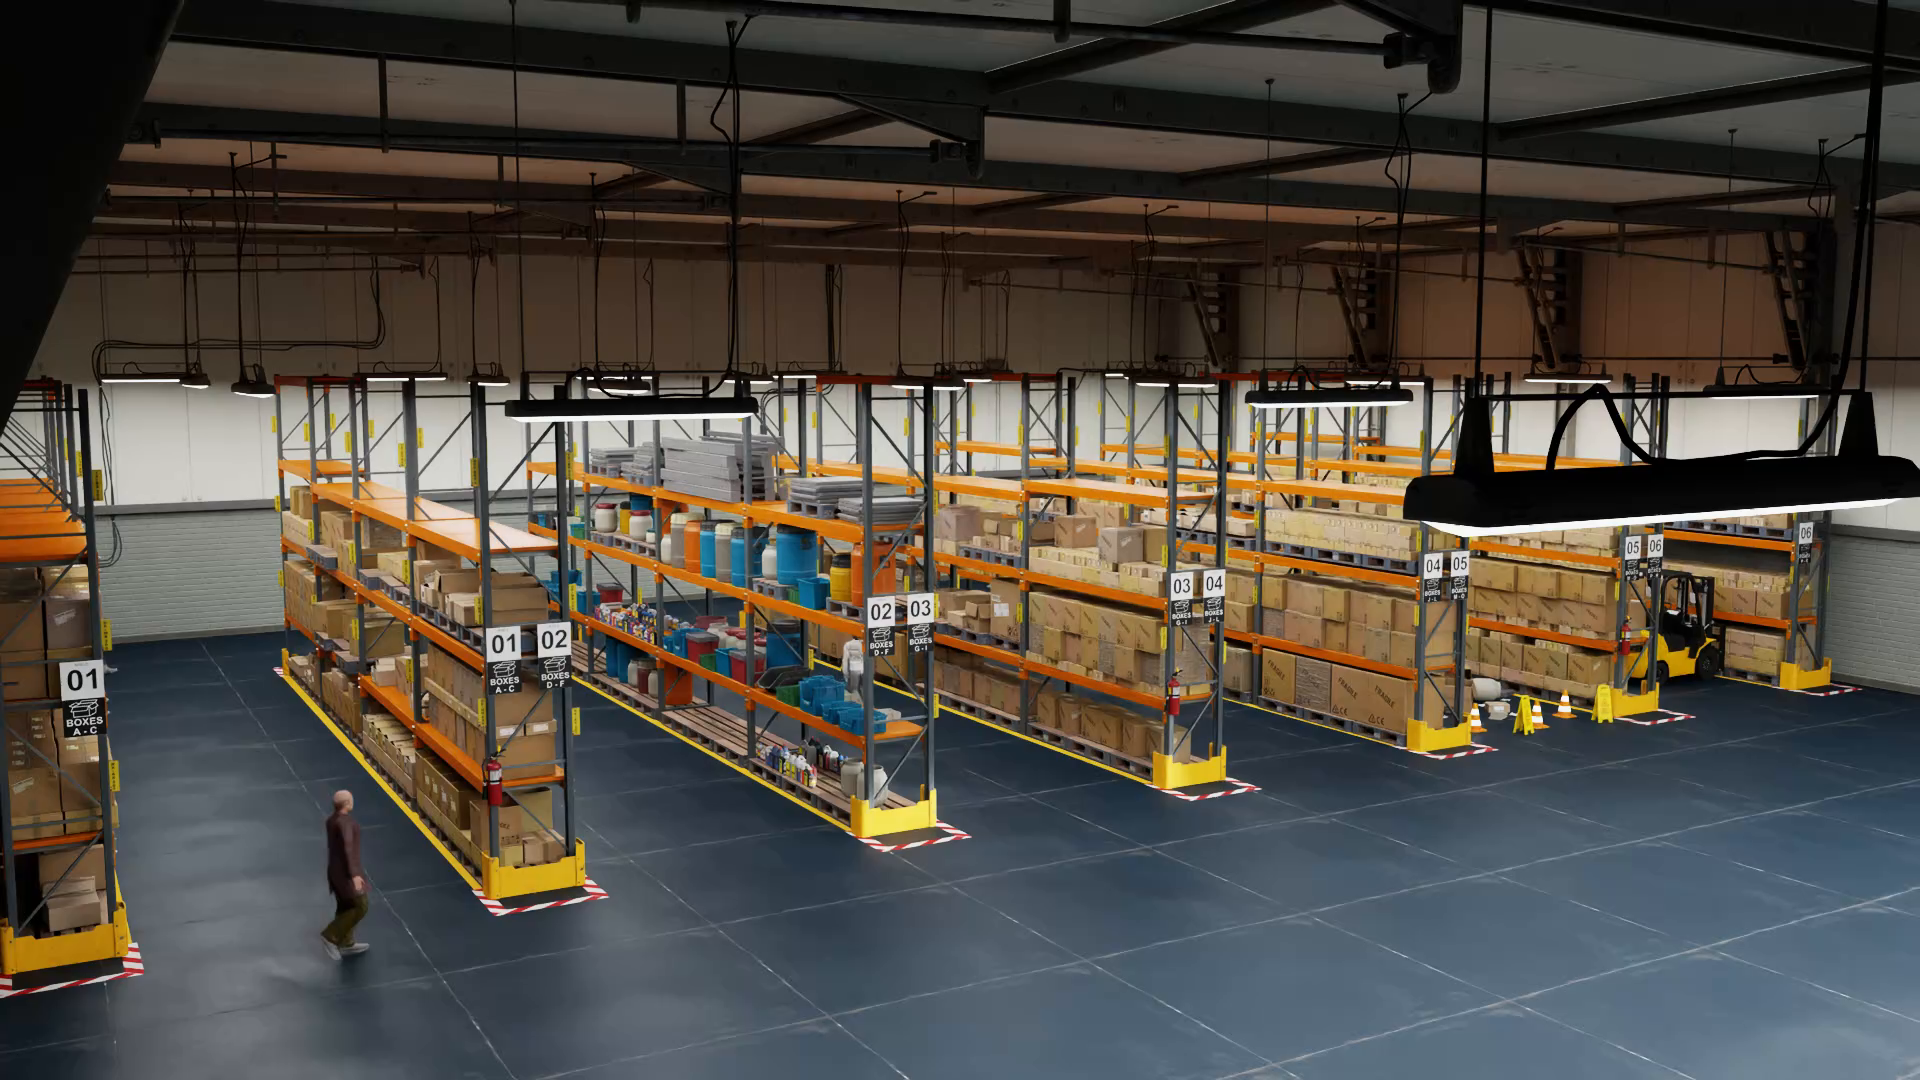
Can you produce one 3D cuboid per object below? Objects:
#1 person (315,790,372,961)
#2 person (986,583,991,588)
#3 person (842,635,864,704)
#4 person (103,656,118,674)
[{"bbox_3d":[-6.520,3.516,17.498,0.567,1.777,0.608,-4,7,-31],"label":"person"},{"bbox_3d":[1.020,0.436,45.953,0.968,1.741,0.528,-5,8,-40],"label":"person"},{"bbox_3d":[-1.773,2.226,28.633,0.497,1.565,0.573,-2,7,-18],"label":"person"},{"bbox_3d":[-17.420,1.873,33.238,1.015,1.636,0.490,-2,7,-20],"label":"person"}]
